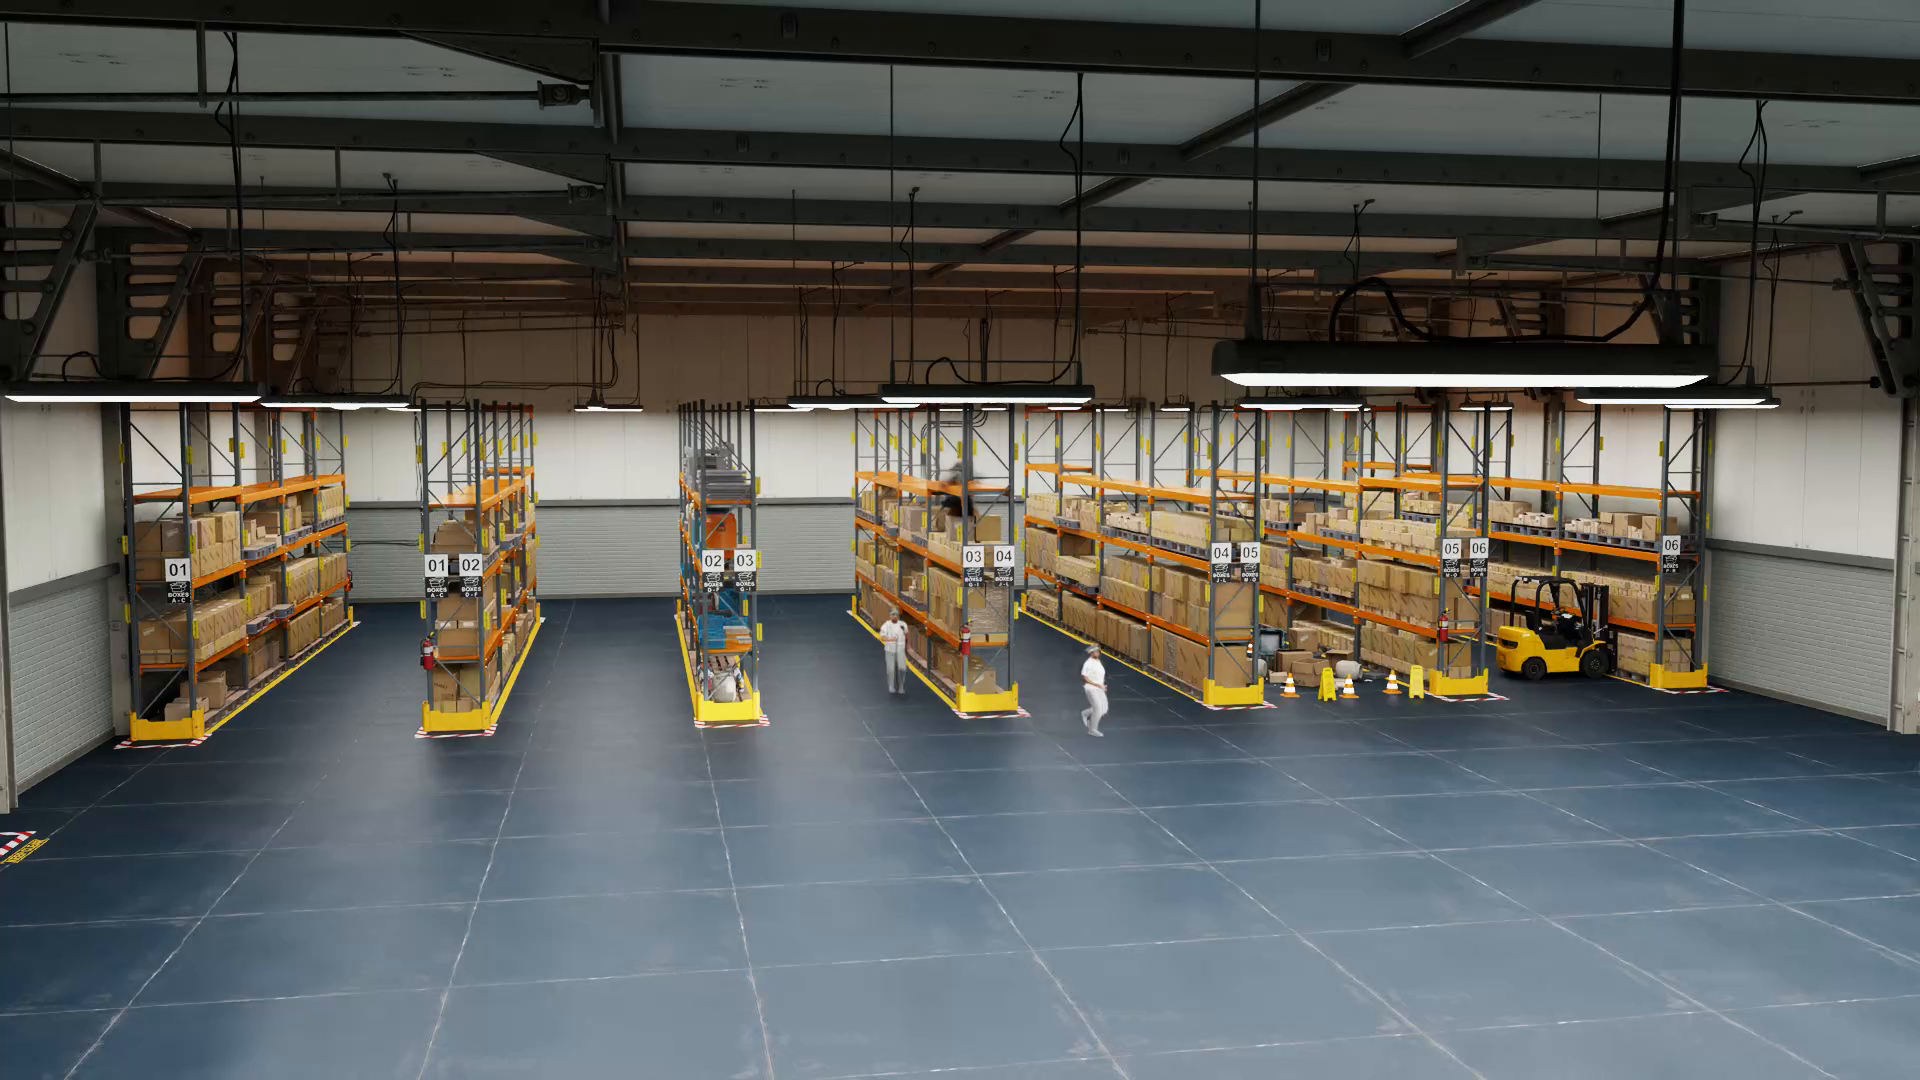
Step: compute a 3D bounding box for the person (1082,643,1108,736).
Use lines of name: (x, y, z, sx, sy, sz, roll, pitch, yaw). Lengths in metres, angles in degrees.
person: (2.386, 2.666, 29.704, 0.563, 1.663, 0.576, 3, 5, 34)

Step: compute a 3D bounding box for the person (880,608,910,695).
person: (-1.316, 2.280, 34.025, 0.639, 1.803, 0.715, -1, 4, -8)
